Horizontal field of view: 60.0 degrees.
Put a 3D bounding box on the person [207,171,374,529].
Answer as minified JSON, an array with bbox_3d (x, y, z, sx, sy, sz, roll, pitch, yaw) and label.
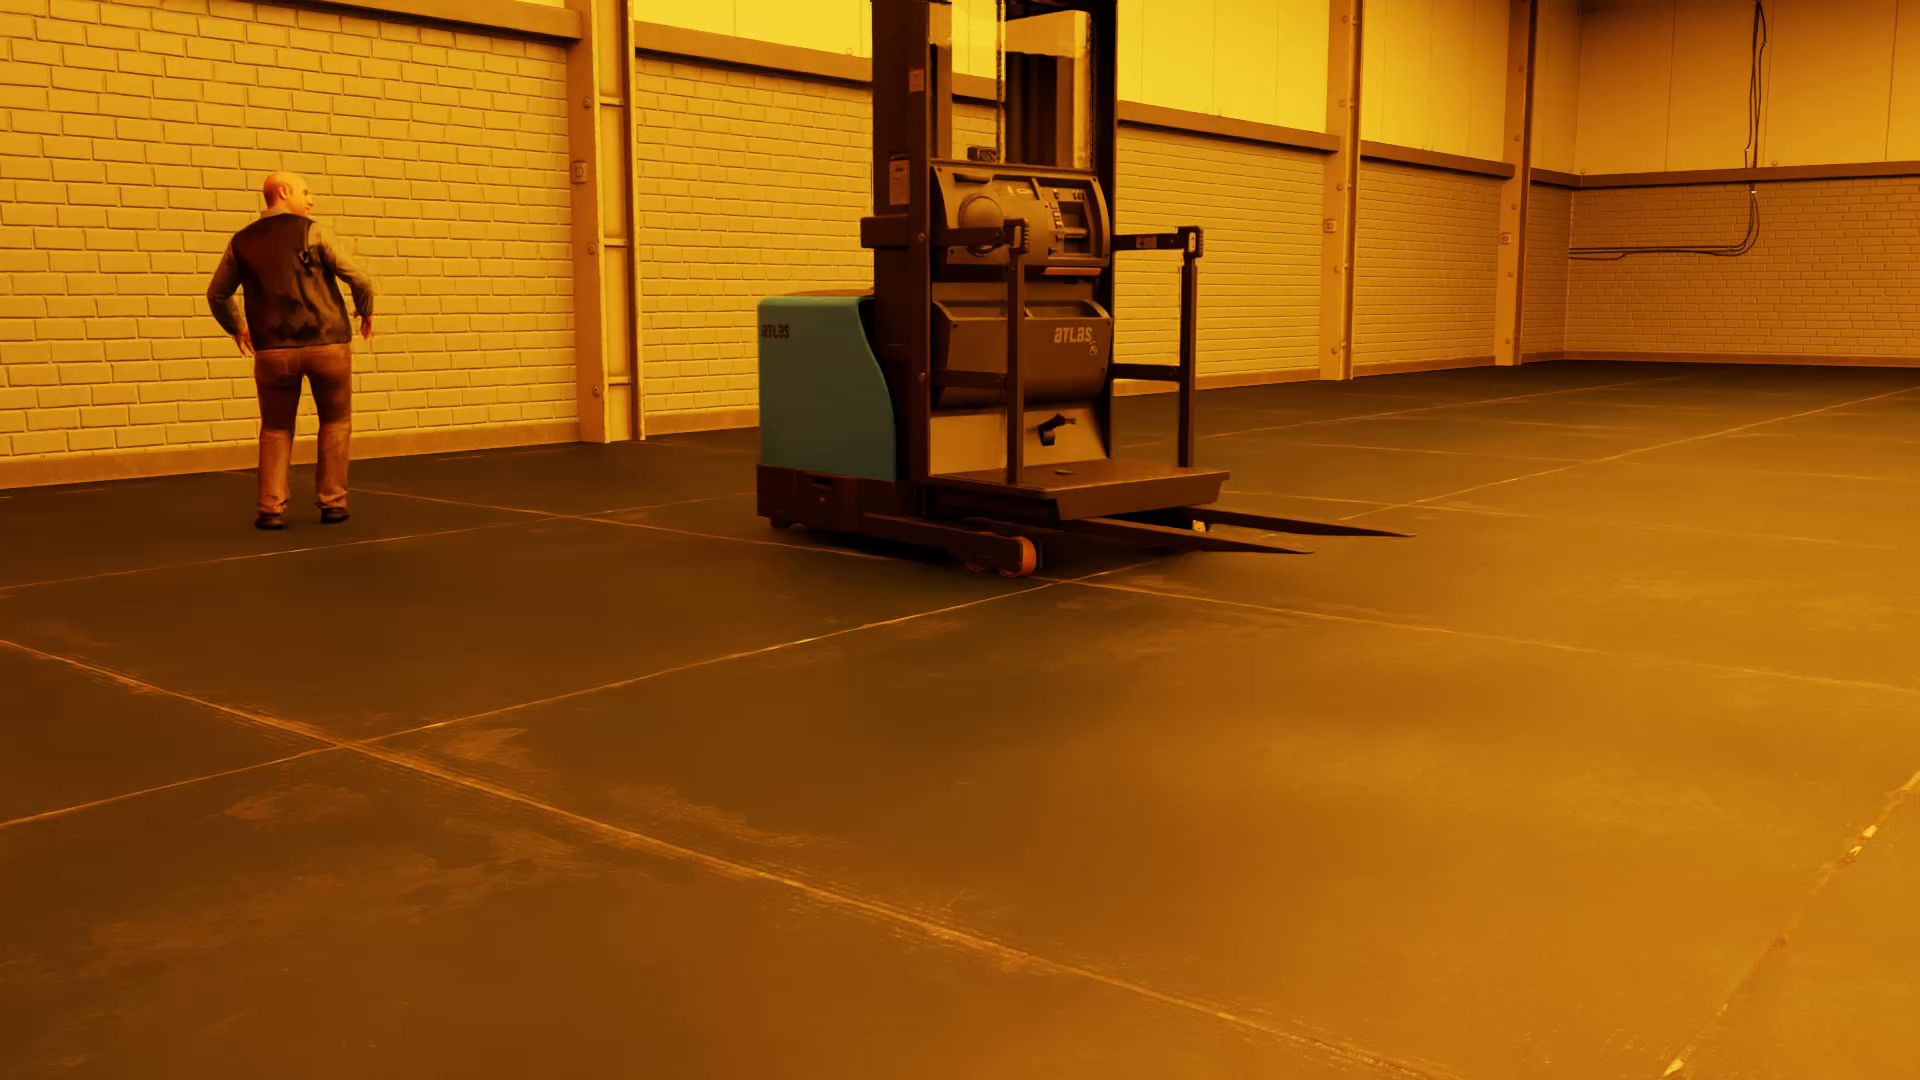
[{"bbox_3d":[-3.136,-0.886,7.853,0.764,1.679,0.602,-1,8,-8],"label":"person"}]

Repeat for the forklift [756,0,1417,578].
[{"bbox_3d":[0.406,-1.384,6.741,1.130,2.935,3.031,-7,11,-41],"label":"forklift"}]
